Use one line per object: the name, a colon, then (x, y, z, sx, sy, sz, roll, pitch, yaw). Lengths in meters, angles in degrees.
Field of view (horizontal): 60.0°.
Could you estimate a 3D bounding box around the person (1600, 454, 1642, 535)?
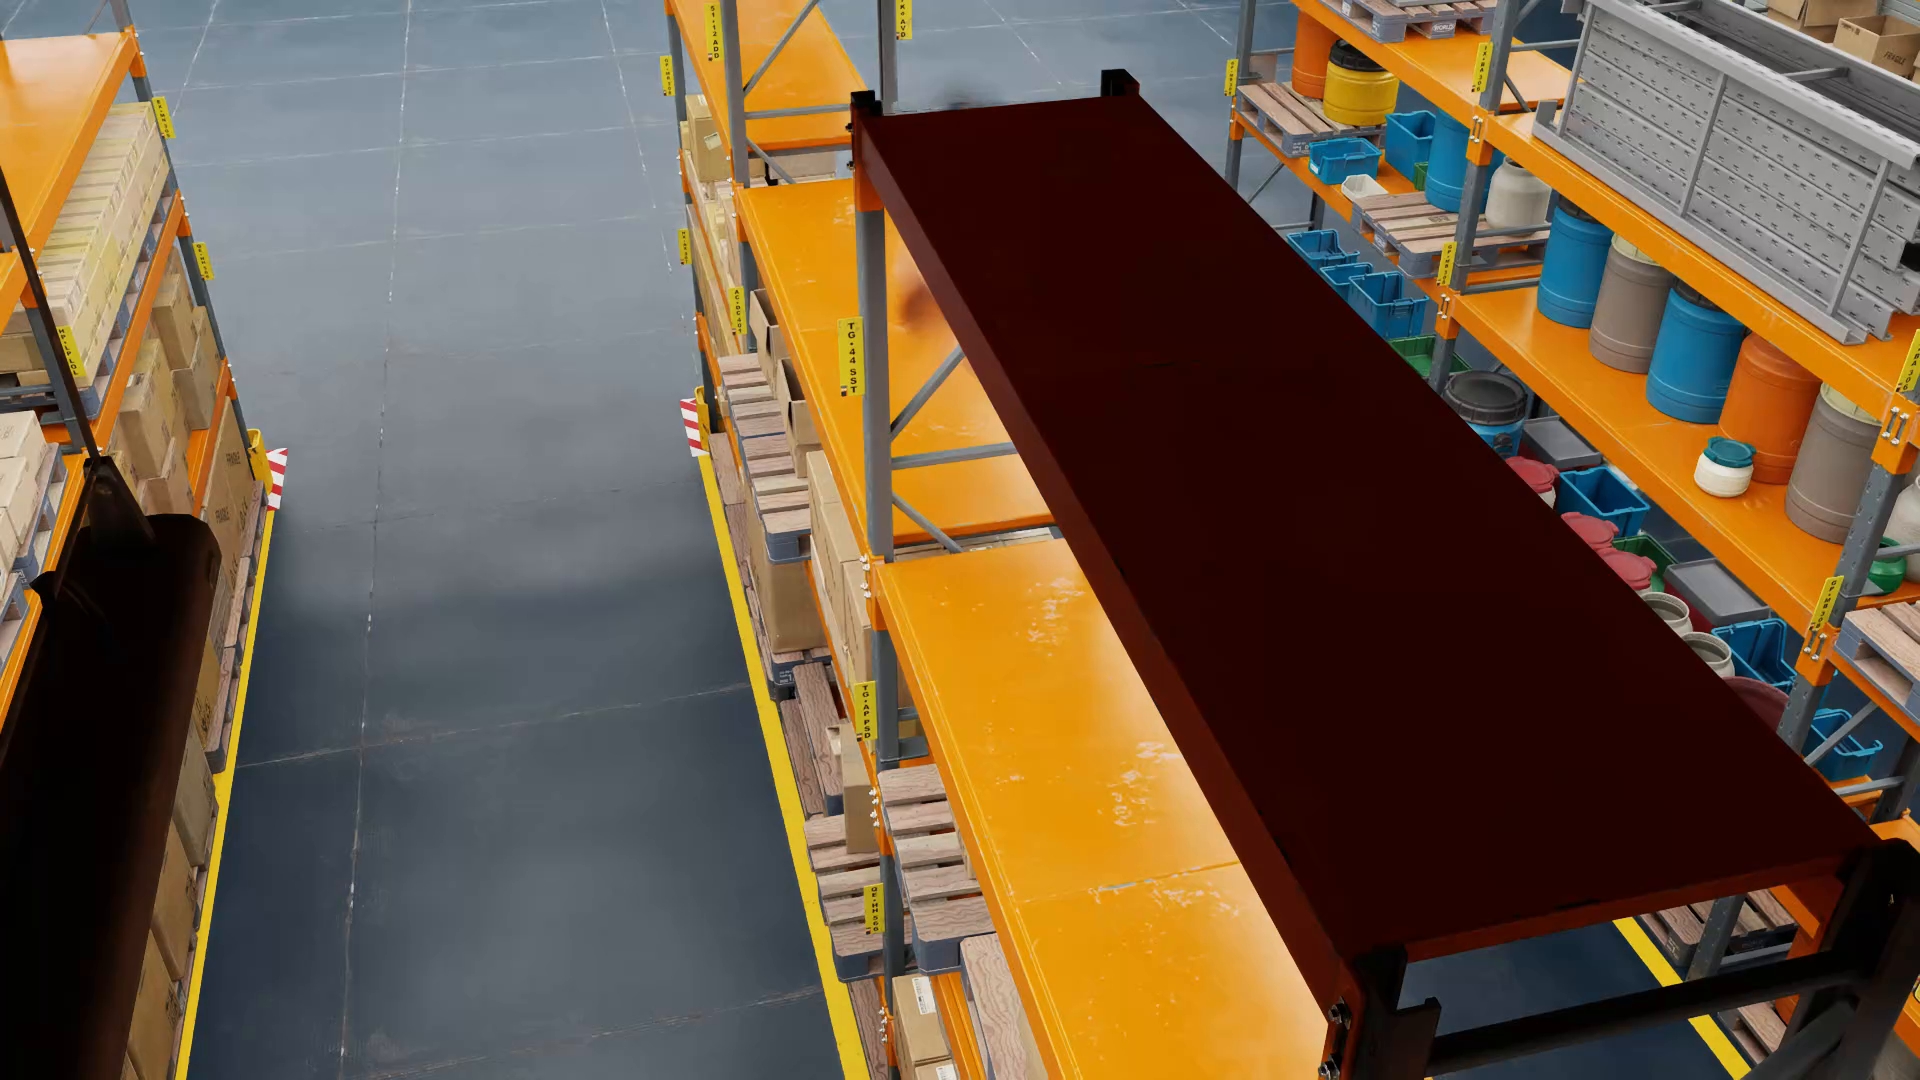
person: (5.326, -0.547, 13.509, 0.685, 1.583, 0.900, -18, 39, -25)
